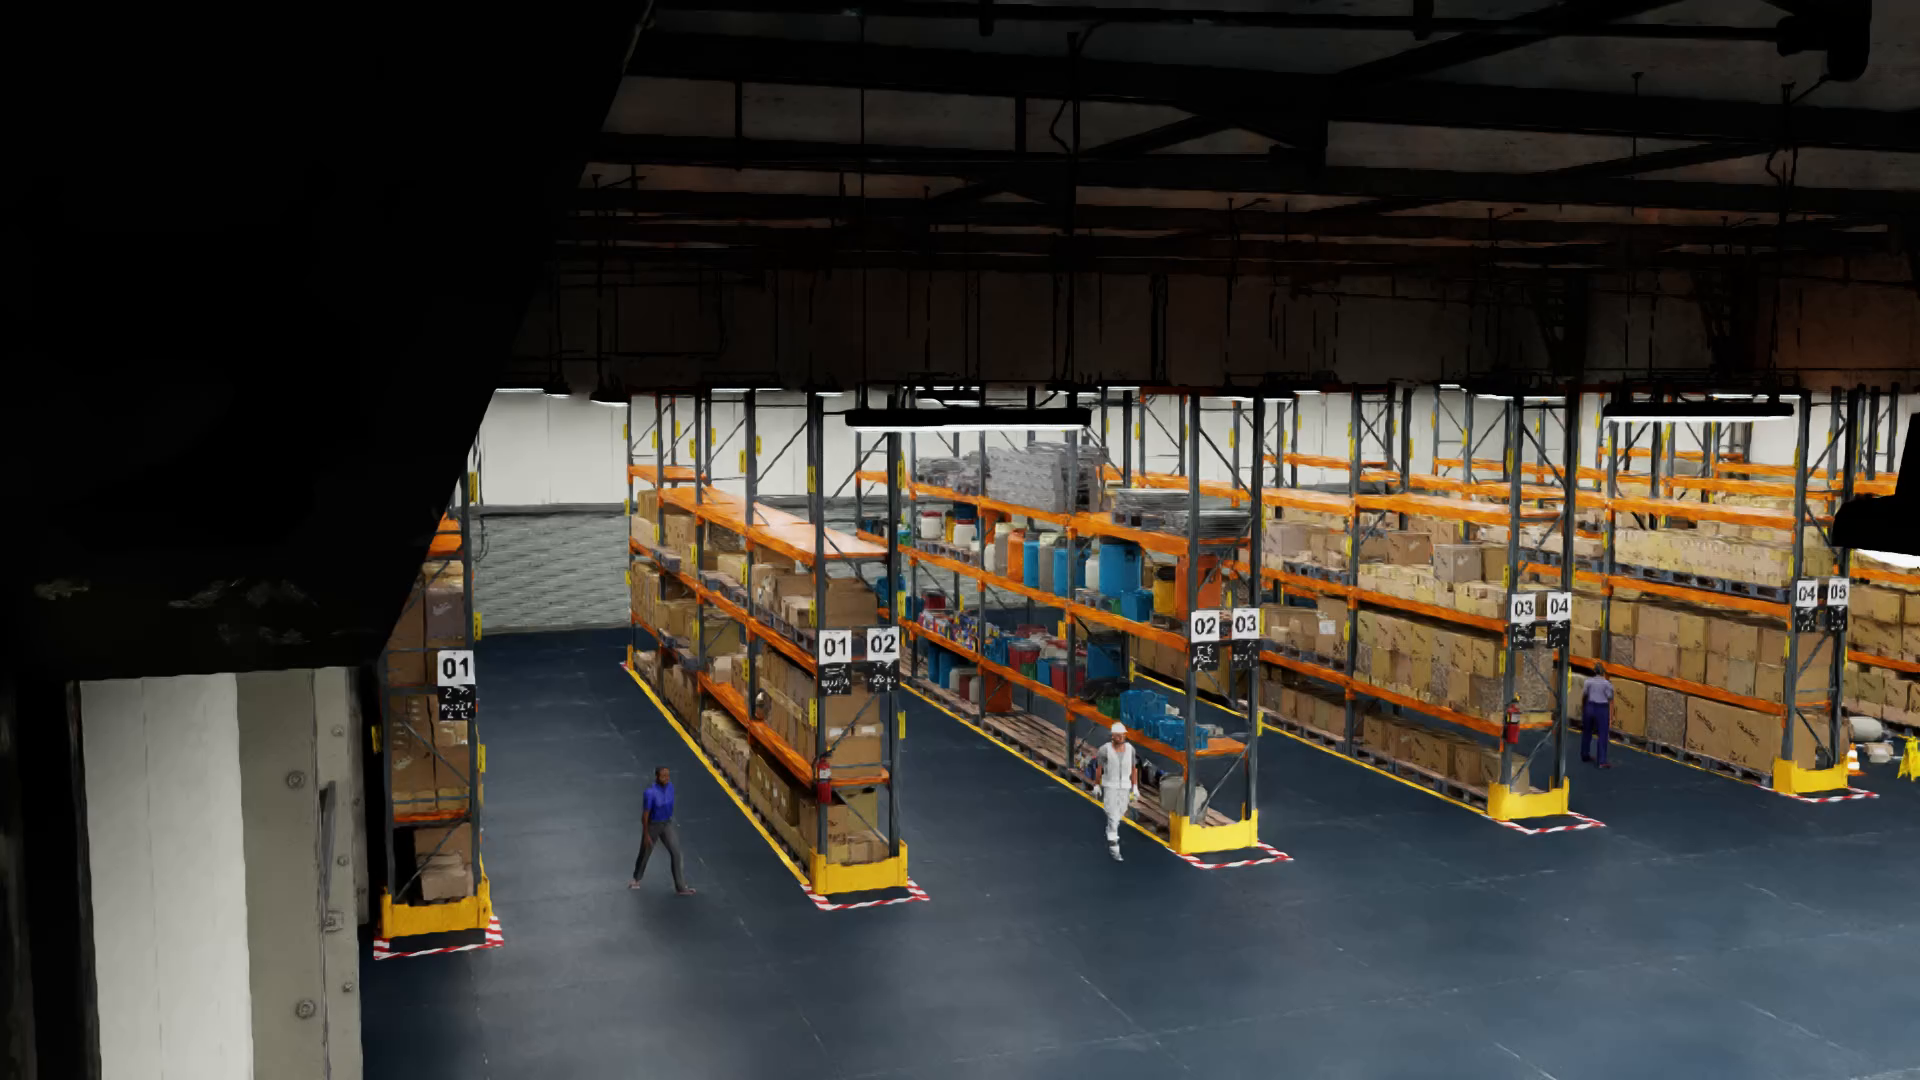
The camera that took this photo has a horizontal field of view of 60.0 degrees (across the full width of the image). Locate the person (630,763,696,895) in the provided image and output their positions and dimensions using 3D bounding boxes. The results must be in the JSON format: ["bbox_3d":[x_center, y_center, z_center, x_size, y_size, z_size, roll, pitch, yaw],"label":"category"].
[{"bbox_3d":[-3.623,3.469,20.042,0.494,1.605,0.937,-5,8,-42],"label":"person"}]

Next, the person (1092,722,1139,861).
[{"bbox_3d":[2.038,3.223,21.644,0.565,1.759,0.974,-2,6,-18],"label":"person"}]

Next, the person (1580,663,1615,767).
[{"bbox_3d":[10.169,2.767,26.514,0.530,1.653,0.428,5,8,40],"label":"person"}]
